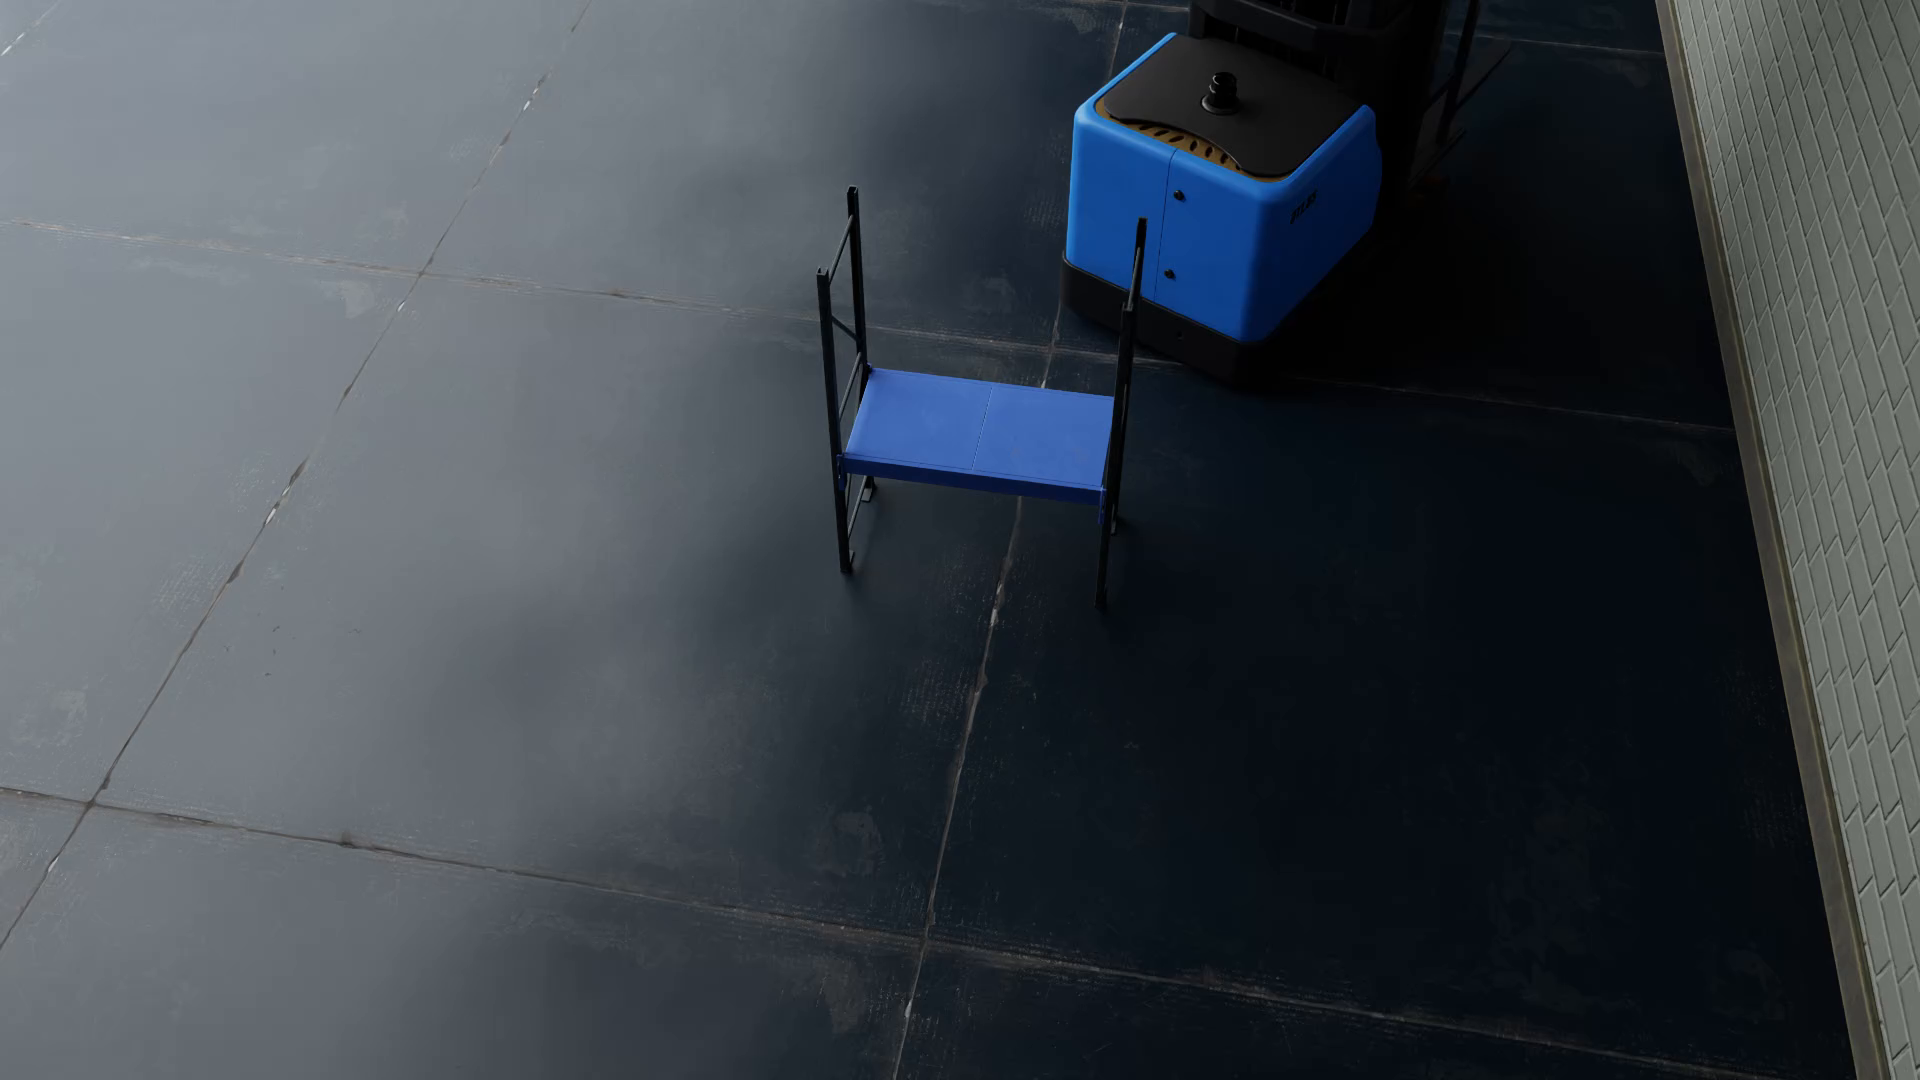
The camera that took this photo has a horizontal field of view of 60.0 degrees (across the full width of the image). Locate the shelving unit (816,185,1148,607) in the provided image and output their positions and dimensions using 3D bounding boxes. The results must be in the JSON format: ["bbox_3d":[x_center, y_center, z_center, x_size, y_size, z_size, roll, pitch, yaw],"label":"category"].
[{"bbox_3d":[0.084,-0.490,6.154,1.048,1.500,0.538,8,49,7],"label":"shelving unit"}]

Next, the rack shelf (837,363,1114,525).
[{"bbox_3d":[0.084,-0.370,6.288,1.000,0.185,0.538,8,49,7],"label":"rack shelf"}]

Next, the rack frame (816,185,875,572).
[{"bbox_3d":[-0.416,-0.557,6.214,0.032,1.500,0.500,8,49,7],"label":"rack frame"}]

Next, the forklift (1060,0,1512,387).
[{"bbox_3d":[1.742,-2.701,7.179,1.130,2.935,3.031,29,54,24],"label":"forklift"}]

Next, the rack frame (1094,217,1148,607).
[{"bbox_3d":[0.584,-0.423,6.094,0.032,1.500,0.500,8,49,7],"label":"rack frame"}]
